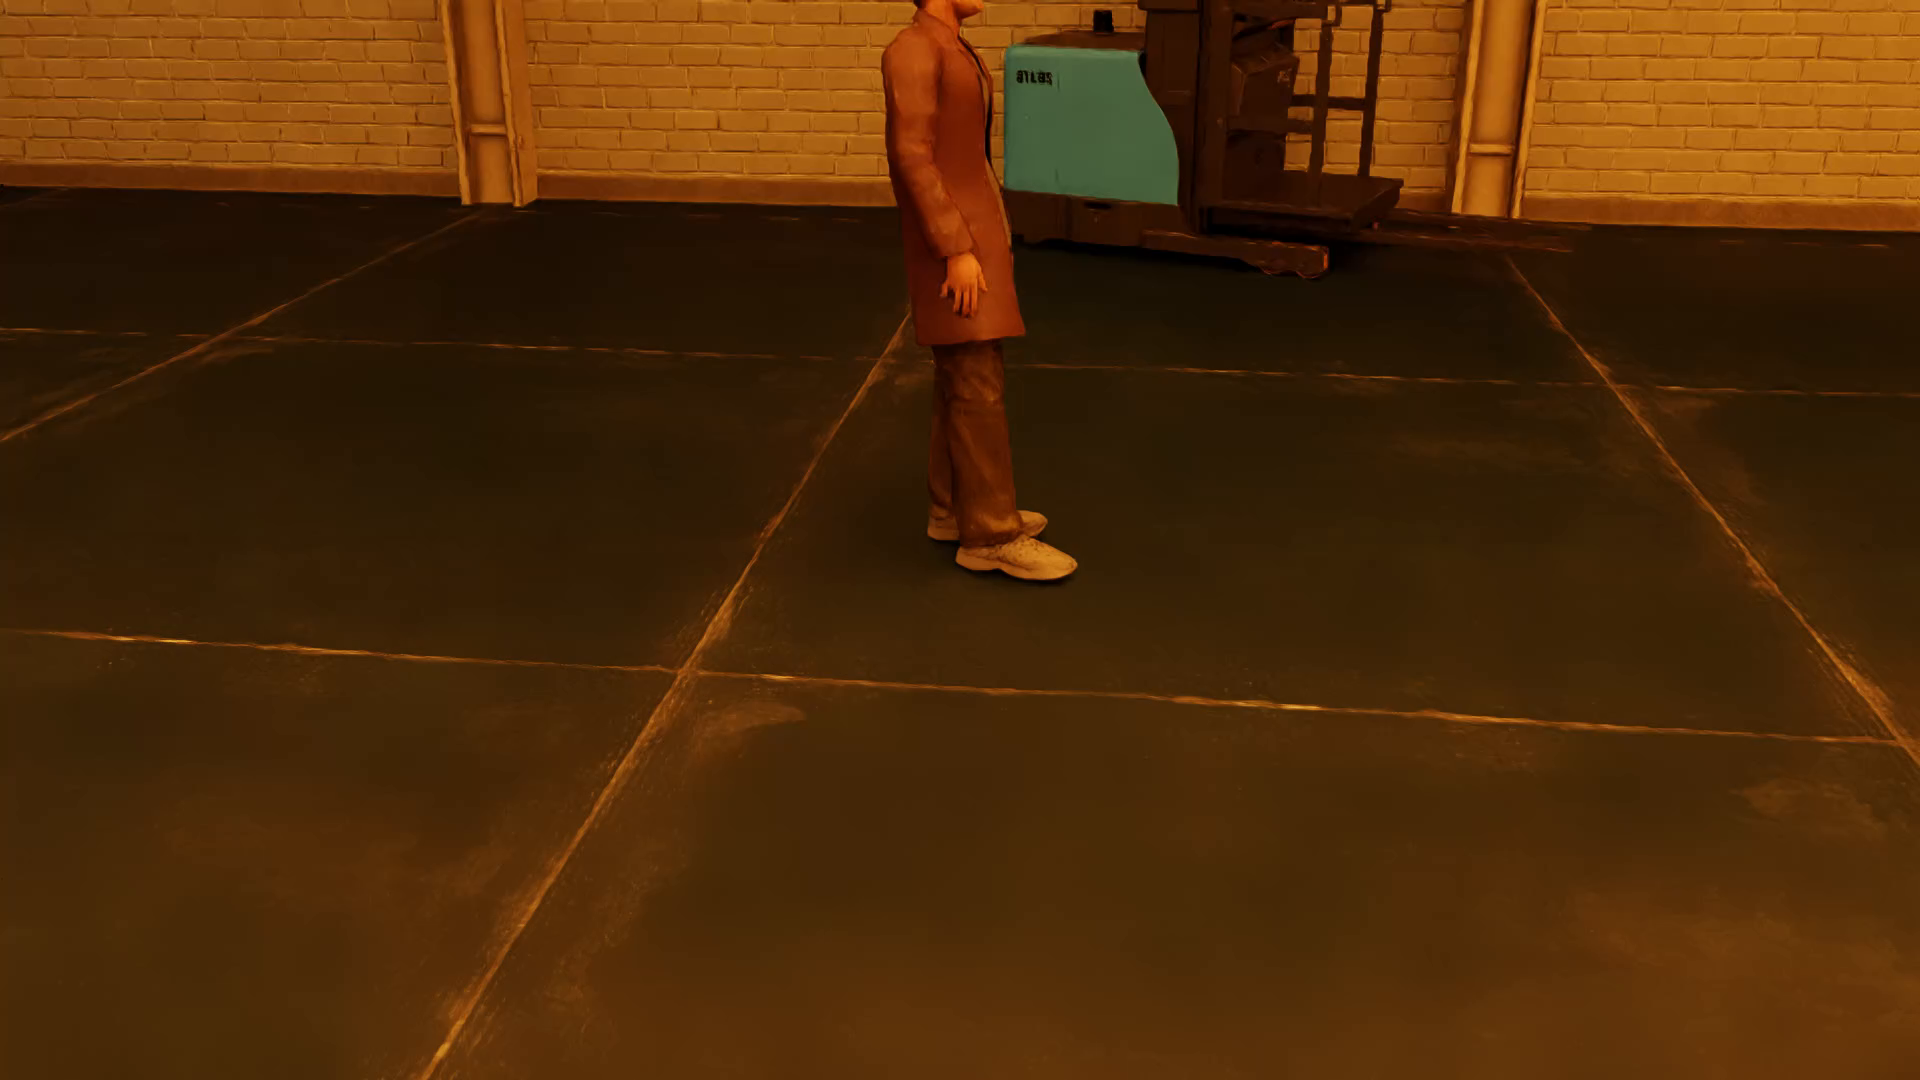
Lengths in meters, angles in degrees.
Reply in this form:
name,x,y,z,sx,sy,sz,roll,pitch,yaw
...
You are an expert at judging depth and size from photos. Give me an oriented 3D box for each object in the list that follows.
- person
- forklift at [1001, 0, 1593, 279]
name,x,y,z,sx,sy,sz,roll,pitch,yaw
person,0.090,-0.825,4.827,0.580,1.776,0.694,3,22,7
forklift,1.771,-2.916,8.496,3.031,2.935,1.130,11,24,25
